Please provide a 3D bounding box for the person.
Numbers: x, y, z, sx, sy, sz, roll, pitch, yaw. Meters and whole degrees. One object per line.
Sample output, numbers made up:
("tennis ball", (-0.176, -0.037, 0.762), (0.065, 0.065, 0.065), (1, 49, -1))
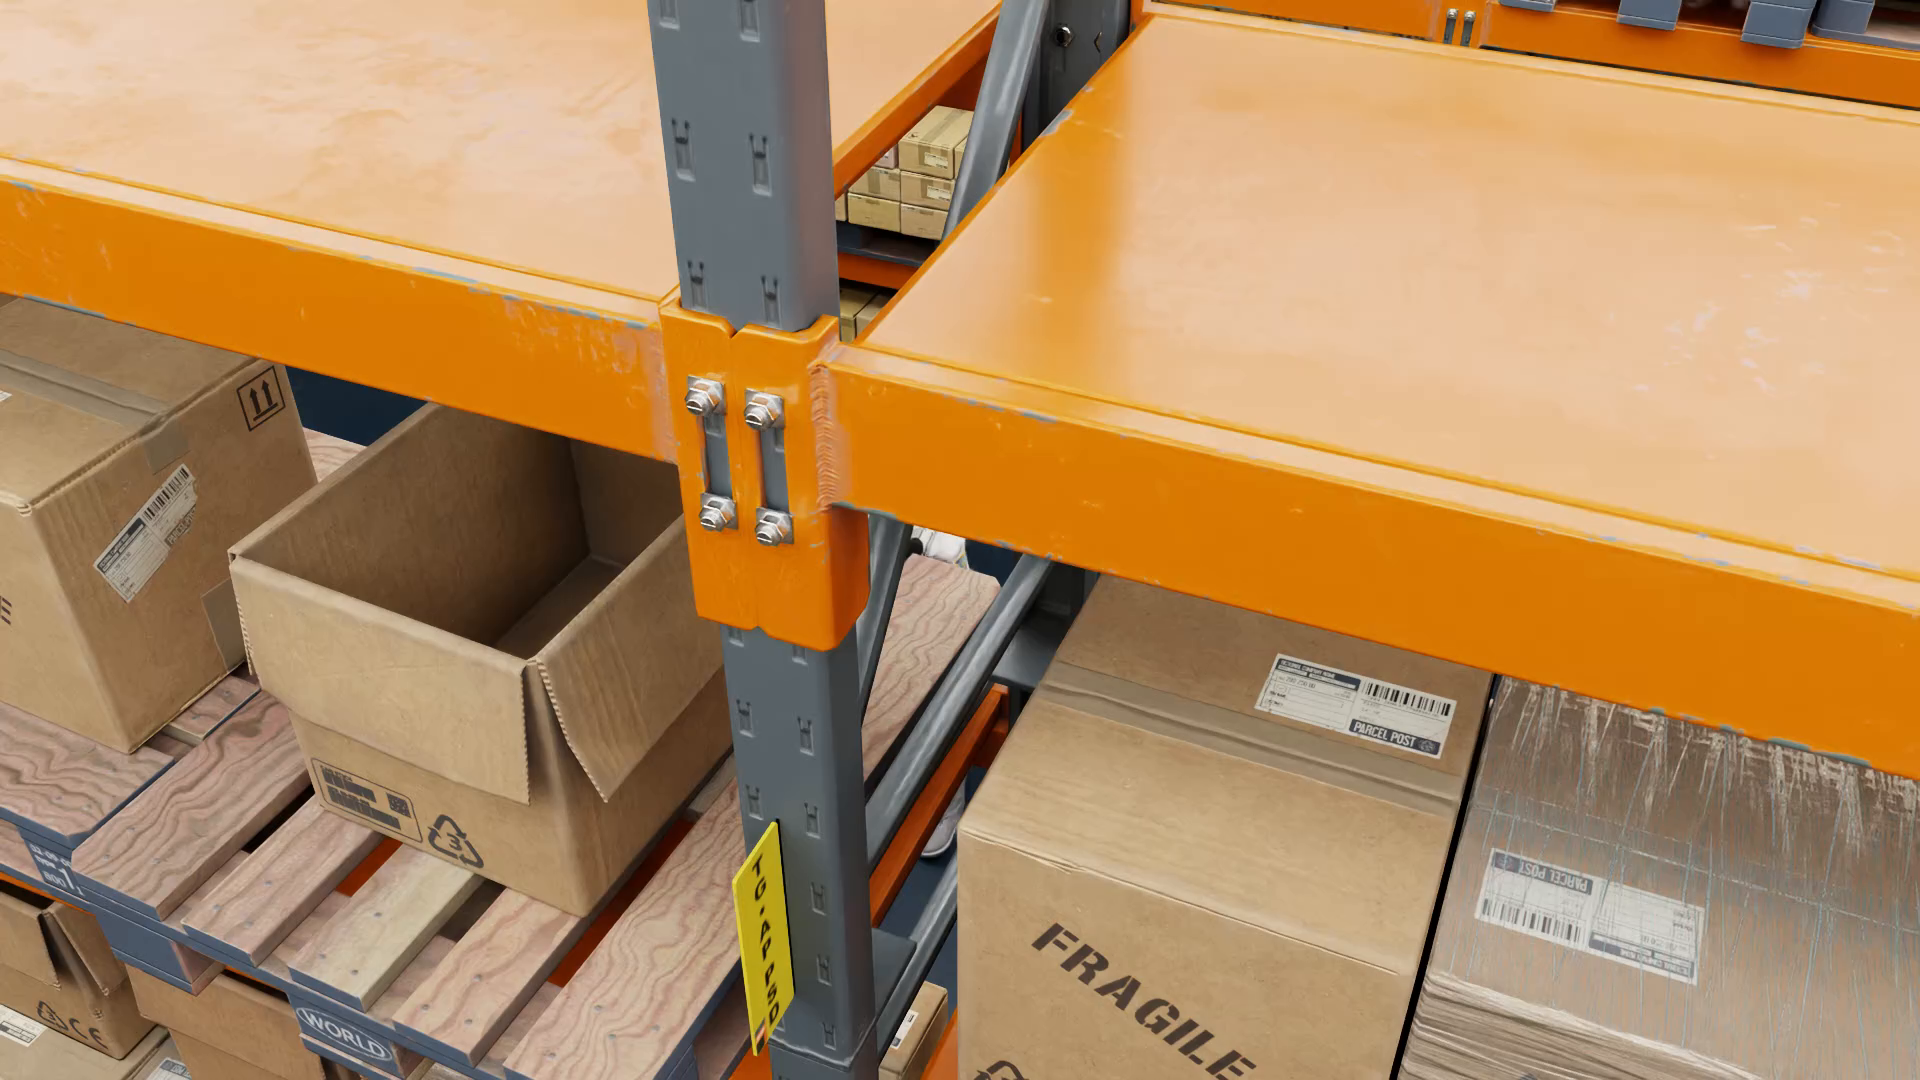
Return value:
("person", (-0.138, 0.349, 6.201), (0.516, 1.634, 0.662), (22, 43, 26))
